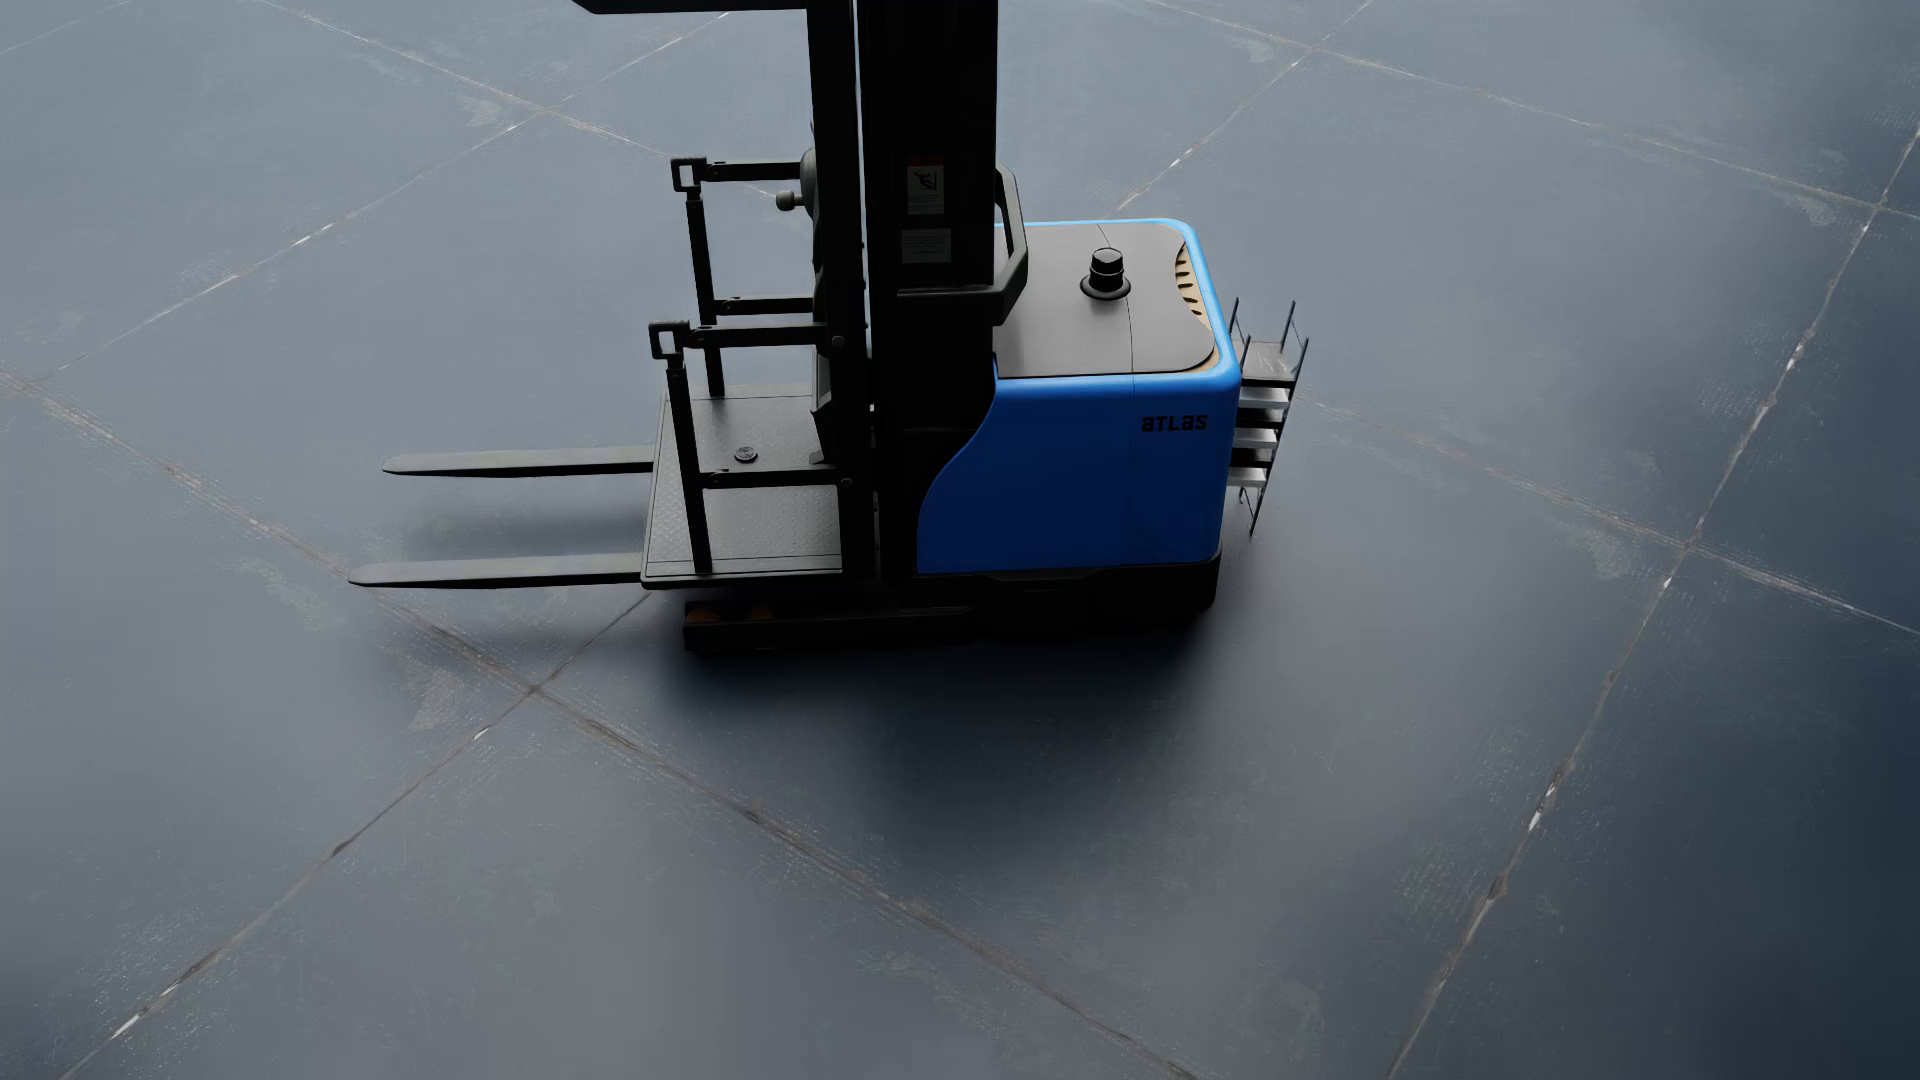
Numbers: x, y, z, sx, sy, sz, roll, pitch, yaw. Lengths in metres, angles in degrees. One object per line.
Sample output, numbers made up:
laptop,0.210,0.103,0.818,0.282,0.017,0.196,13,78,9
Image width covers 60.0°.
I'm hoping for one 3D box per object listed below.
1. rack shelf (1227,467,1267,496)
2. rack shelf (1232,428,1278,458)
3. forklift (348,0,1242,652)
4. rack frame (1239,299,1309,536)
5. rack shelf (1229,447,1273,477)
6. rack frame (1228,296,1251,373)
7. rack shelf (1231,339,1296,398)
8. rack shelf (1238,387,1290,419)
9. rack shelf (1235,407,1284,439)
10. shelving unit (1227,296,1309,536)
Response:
rack shelf,1.013,-0.276,6.189,0.200,0.077,0.258,2,42,-6
rack shelf,1.032,-0.410,6.070,0.200,0.077,0.258,2,42,-6
forklift,-0.629,-1.066,5.243,3.031,2.935,1.130,-2,42,-3
rack frame,1.136,-0.431,6.060,0.006,0.900,0.240,2,42,-6
rack shelf,1.023,-0.343,6.130,0.200,0.077,0.258,2,42,-6
rack frame,0.934,-0.439,6.037,0.006,0.900,0.240,2,42,-6
rack shelf,1.059,-0.611,5.892,0.200,0.077,0.258,2,42,-6
rack shelf,1.050,-0.544,5.952,0.200,0.077,0.258,2,42,-6
rack shelf,1.041,-0.477,6.011,0.200,0.077,0.258,2,42,-6
shelving unit,1.035,-0.435,6.048,0.210,0.900,0.258,2,42,-6
